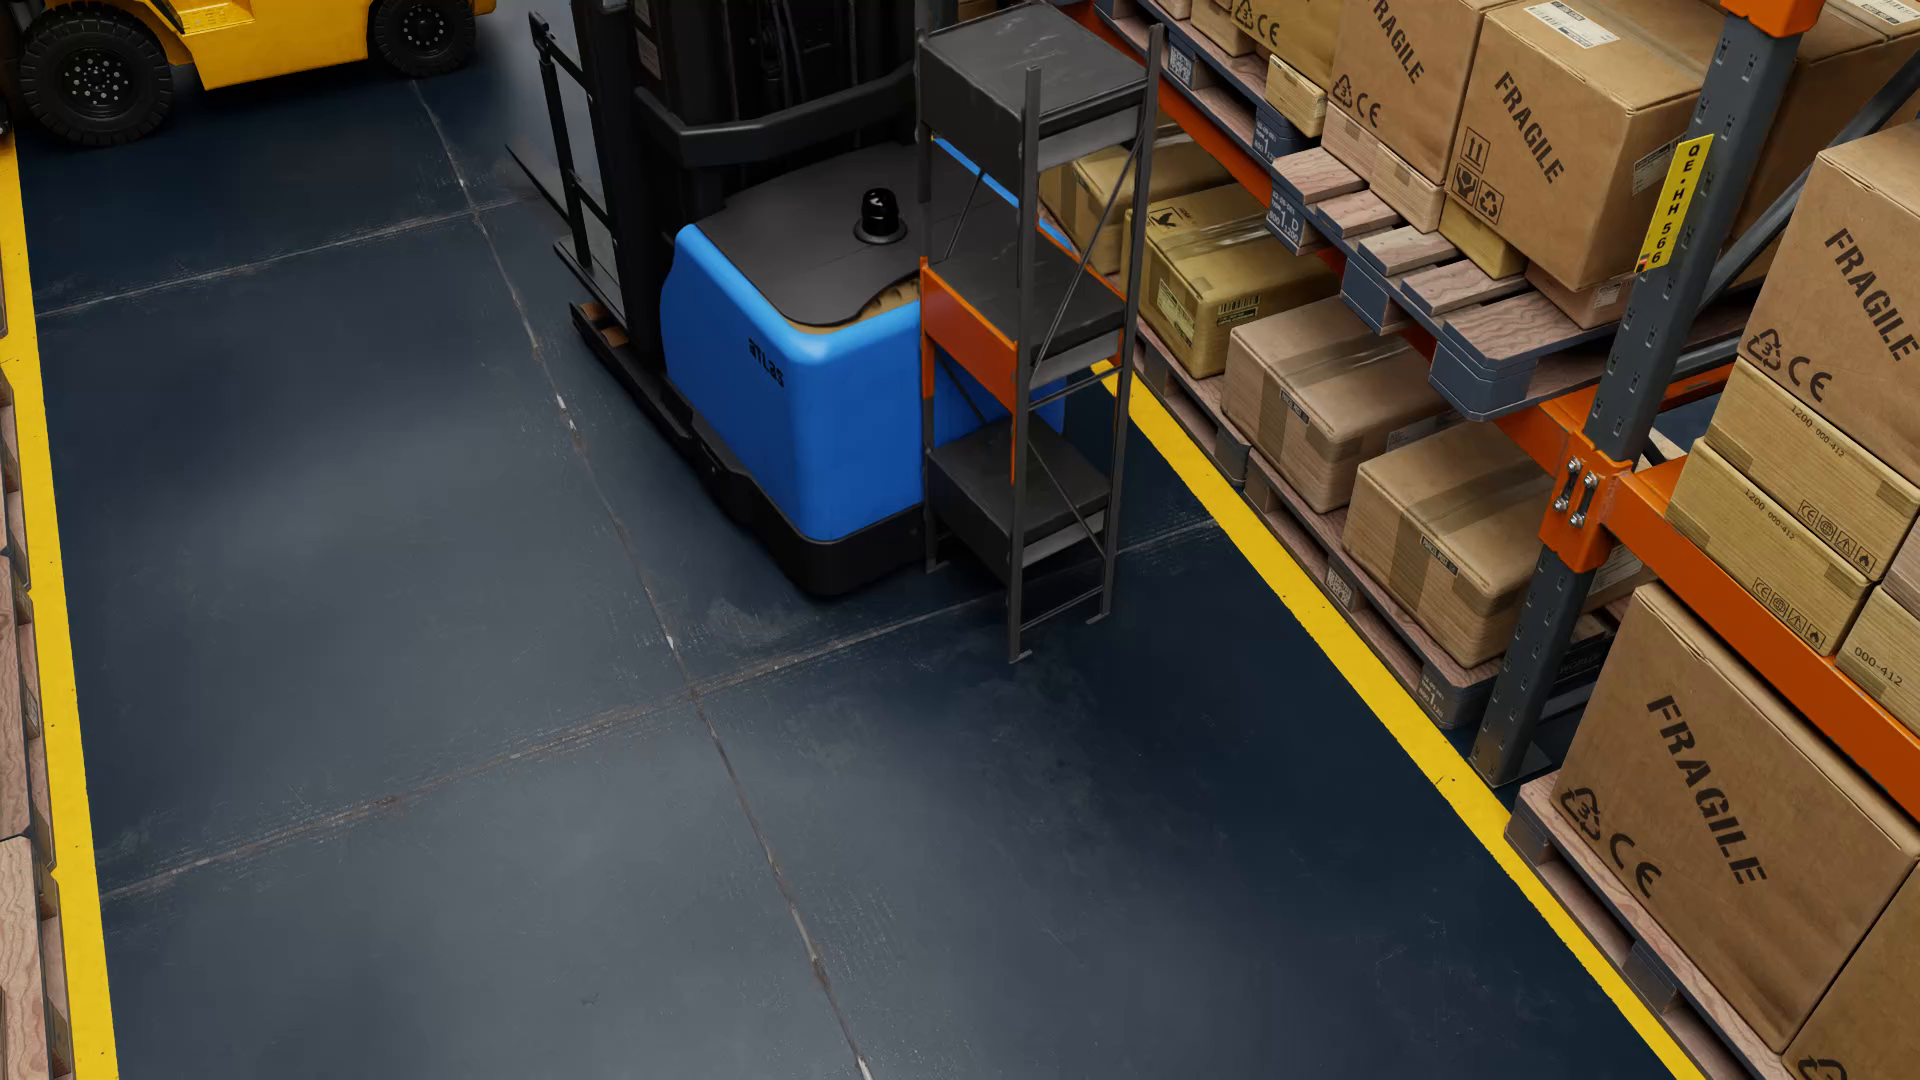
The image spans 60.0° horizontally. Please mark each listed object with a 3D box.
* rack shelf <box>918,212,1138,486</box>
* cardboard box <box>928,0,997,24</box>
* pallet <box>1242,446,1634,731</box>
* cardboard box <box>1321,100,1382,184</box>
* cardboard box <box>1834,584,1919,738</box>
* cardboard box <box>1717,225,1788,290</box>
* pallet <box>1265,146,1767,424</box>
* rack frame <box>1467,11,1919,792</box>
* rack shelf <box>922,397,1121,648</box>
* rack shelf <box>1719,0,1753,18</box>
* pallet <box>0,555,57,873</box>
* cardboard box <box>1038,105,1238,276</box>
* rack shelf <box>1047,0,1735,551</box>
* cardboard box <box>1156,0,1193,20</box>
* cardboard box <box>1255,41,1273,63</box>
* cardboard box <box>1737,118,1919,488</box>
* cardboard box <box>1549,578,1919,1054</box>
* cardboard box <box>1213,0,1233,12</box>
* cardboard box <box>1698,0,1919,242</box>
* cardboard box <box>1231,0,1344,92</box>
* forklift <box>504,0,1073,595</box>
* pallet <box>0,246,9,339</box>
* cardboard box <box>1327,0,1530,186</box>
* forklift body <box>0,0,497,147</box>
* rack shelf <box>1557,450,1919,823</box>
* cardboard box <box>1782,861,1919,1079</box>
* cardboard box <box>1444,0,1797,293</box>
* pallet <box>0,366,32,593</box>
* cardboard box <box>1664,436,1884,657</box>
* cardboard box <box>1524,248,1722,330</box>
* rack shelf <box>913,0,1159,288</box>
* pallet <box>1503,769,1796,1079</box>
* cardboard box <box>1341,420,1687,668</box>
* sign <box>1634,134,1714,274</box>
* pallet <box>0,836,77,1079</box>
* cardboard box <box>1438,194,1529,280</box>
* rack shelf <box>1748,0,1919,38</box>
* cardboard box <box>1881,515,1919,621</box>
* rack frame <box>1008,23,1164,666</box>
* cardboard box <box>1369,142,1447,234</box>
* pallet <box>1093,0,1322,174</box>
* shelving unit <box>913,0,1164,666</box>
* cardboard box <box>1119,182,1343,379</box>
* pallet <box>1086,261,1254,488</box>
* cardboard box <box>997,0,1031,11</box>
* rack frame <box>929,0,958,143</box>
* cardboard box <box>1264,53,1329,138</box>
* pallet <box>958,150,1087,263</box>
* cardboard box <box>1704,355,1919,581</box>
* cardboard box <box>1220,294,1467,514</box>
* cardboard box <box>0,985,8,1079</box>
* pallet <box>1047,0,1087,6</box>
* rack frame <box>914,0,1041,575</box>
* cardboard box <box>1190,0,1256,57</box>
[{"bbox_3d":[0.189,-0.558,4.840,0.431,0.518,0.480,-25,50,-23],"label":"rack shelf"},{"bbox_3d":[-0.151,-2.519,7.826,0.500,0.250,0.500,-16,47,-16],"label":"cardboard box"},{"bbox_3d":[1.696,-0.007,5.607,1.003,0.211,1.213,-18,47,-17],"label":"pallet"},{"bbox_3d":[1.249,-1.161,4.670,0.380,0.149,0.250,-20,48,-19],"label":"cardboard box"},{"bbox_3d":[2.233,0.260,3.458,0.500,0.250,0.500,-19,48,-19],"label":"cardboard box"},{"bbox_3d":[2.056,-0.824,4.329,0.380,0.149,0.250,-21,48,-20],"label":"cardboard box"},{"bbox_3d":[1.627,-0.856,4.618,1.213,0.211,1.003,-18,47,-17],"label":"pallet"},{"bbox_3d":[2.024,-0.502,4.123,1.000,3.000,0.127,-18,47,-17],"label":"rack frame"},{"bbox_3d":[0.189,-0.060,5.332,0.431,0.518,0.480,-25,50,-23],"label":"rack shelf"},{"bbox_3d":[1.183,-2.588,4.613,1.077,0.370,4.000,-18,47,-17],"label":"rack shelf"},{"bbox_3d":[-3.298,0.647,4.944,1.003,0.211,1.213,-18,47,-17],"label":"pallet"},{"bbox_3d":[0.870,-1.474,6.680,0.950,0.372,0.625,-15,47,-15],"label":"cardboard box"},{"bbox_3d":[1.183,-1.520,5.667,1.077,0.370,4.000,-18,47,-17],"label":"rack shelf"},{"bbox_3d":[0.810,-1.826,5.345,0.380,0.149,0.250,-16,47,-16],"label":"cardboard box"},{"bbox_3d":[1.129,-1.529,5.044,0.380,0.149,0.250,-18,47,-17],"label":"cardboard box"},{"bbox_3d":[2.009,-0.506,3.345,0.500,0.500,0.500,-20,48,-19],"label":"cardboard box"},{"bbox_3d":[2.239,0.570,4.250,0.875,0.875,0.875,-18,48,-18],"label":"cardboard box"},{"bbox_3d":[0.911,-1.996,5.055,0.500,0.500,0.500,-20,48,-19],"label":"cardboard box"},{"bbox_3d":[2.044,-1.148,4.195,0.500,0.500,0.500,-19,48,-19],"label":"cardboard box"},{"bbox_3d":[1.140,-1.648,4.702,0.500,0.500,0.500,-21,48,-20],"label":"cardboard box"},{"bbox_3d":[-0.861,-1.870,5.559,1.130,2.935,3.031,-25,50,-23],"label":"forklift"},{"bbox_3d":[-4.457,-1.109,6.723,1.003,0.211,1.213,-18,47,-17],"label":"pallet"},{"bbox_3d":[1.353,-1.326,4.377,0.500,0.500,0.500,-19,48,-18],"label":"cardboard box"},{"bbox_3d":[-3.390,-3.160,7.421,2.313,2.155,1.214,-18,47,-17],"label":"forklift body"},{"bbox_3d":[2.865,1.029,3.084,1.077,0.370,4.000,-18,47,-17],"label":"rack shelf"},{"bbox_3d":[2.610,1.140,3.673,0.875,0.875,0.875,-17,47,-17],"label":"cardboard box"},{"bbox_3d":[1.580,-1.000,4.046,0.500,0.500,0.500,-19,48,-19],"label":"cardboard box"},{"bbox_3d":[-3.815,-0.132,5.733,1.003,0.211,1.213,-18,47,-17],"label":"pallet"},{"bbox_3d":[2.001,-0.062,3.784,0.500,0.250,0.500,-19,48,-18],"label":"cardboard box"},{"bbox_3d":[1.672,-0.701,4.205,0.380,0.149,0.250,-16,47,-16],"label":"cardboard box"},{"bbox_3d":[0.189,-1.057,4.348,0.431,0.518,0.480,-25,50,-23],"label":"rack shelf"},{"bbox_3d":[2.287,1.016,4.570,1.003,0.211,1.213,-18,47,-17],"label":"pallet"},{"bbox_3d":[1.795,-0.079,5.266,0.950,0.372,0.625,-21,48,-20],"label":"cardboard box"},{"bbox_3d":[1.535,-0.719,3.575,0.100,0.325,0.005,-18,47,-17],"label":"sign"},{"bbox_3d":[-2.789,1.423,4.157,1.003,0.211,1.213,-18,47,-17],"label":"pallet"},{"bbox_3d":[1.494,-0.850,4.356,0.380,0.149,0.250,-17,47,-17],"label":"cardboard box"},{"bbox_3d":[2.865,-0.039,2.030,1.077,0.370,4.000,-18,47,-17],"label":"rack shelf"},{"bbox_3d":[2.229,0.099,3.264,0.500,0.250,0.500,-17,47,-16],"label":"cardboard box"},{"bbox_3d":[0.324,-0.425,4.686,0.400,2.100,0.015,-25,50,-23],"label":"rack frame"},{"bbox_3d":[1.347,-0.998,4.505,0.380,0.149,0.250,-18,48,-18],"label":"cardboard box"},{"bbox_3d":[1.154,-1.683,5.456,1.003,0.211,1.213,-18,47,-17],"label":"pallet"},{"bbox_3d":[0.189,-0.568,4.830,0.431,2.100,0.503,-25,50,-23],"label":"shelving unit"},{"bbox_3d":[1.164,-1.031,6.232,0.950,0.372,0.625,-17,47,-16],"label":"cardboard box"},{"bbox_3d":[1.187,-0.784,6.394,1.003,0.211,1.213,-18,47,-17],"label":"pallet"},{"bbox_3d":[0.339,-2.677,7.986,0.500,0.250,0.500,-20,48,-19],"label":"cardboard box"},{"bbox_3d":[0.342,-3.051,6.706,1.000,3.000,0.127,-18,47,-17],"label":"rack frame"},{"bbox_3d":[1.120,-1.332,4.844,0.380,0.149,0.250,-17,47,-17],"label":"cardboard box"},{"bbox_3d":[0.670,-1.562,7.183,1.003,0.211,1.213,-18,47,-17],"label":"pallet"},{"bbox_3d":[2.013,-0.230,3.599,0.500,0.250,0.500,-18,47,-18],"label":"cardboard box"},{"bbox_3d":[1.478,-0.546,5.740,0.950,0.372,0.625,-19,48,-18],"label":"cardboard box"},{"bbox_3d":[-2.728,1.261,3.728,0.875,0.625,0.625,-17,47,-16],"label":"cardboard box"},{"bbox_3d":[0.531,-2.452,6.236,1.003,0.211,1.213,-18,47,-17],"label":"pallet"},{"bbox_3d":[0.054,-0.711,4.975,0.400,2.100,0.015,-25,50,-23],"label":"rack frame"},{"bbox_3d":[0.949,-1.665,5.182,0.380,0.149,0.250,-19,48,-19],"label":"cardboard box"}]
